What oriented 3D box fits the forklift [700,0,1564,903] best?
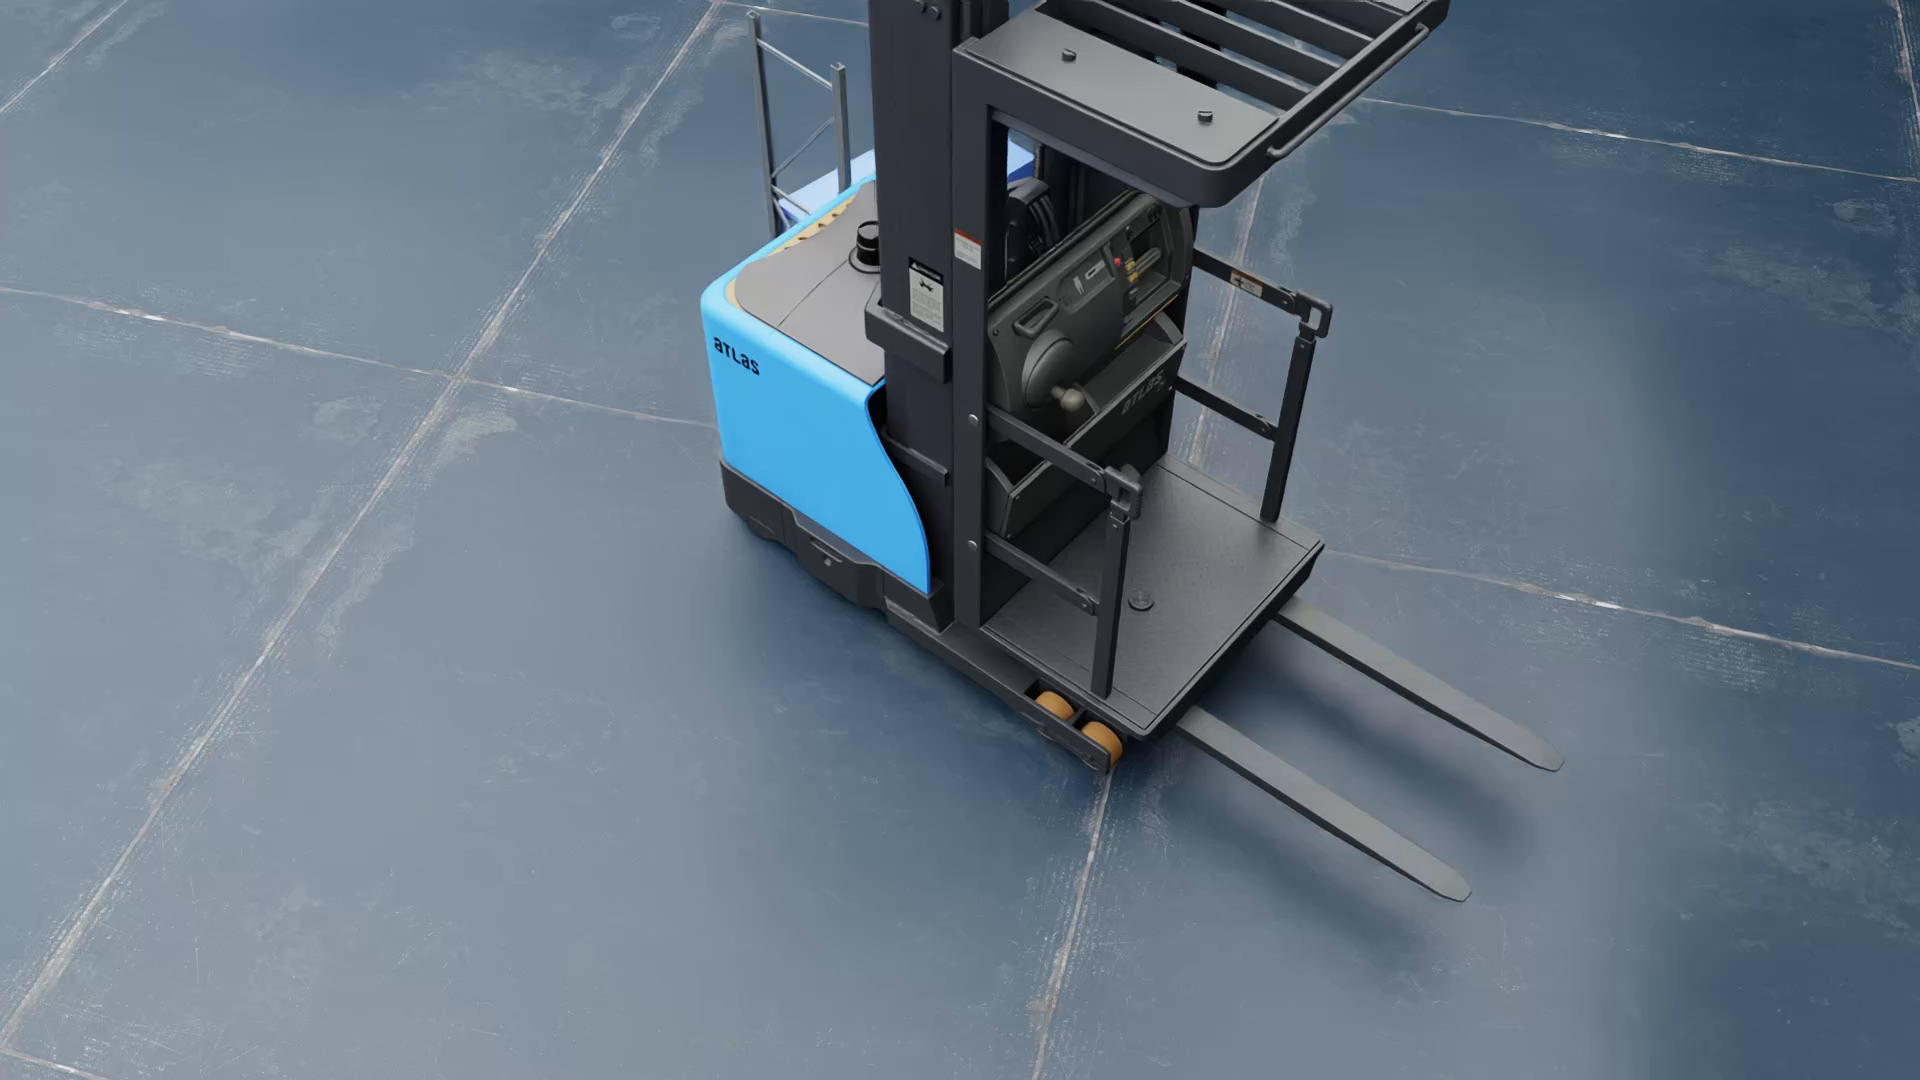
[{"bbox_3d":[0.565,-0.653,4.872,3.031,2.935,1.130,32,56,25],"label":"forklift"}]

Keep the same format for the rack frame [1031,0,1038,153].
[{"bbox_3d":[0.156,-1.775,6.816,0.032,1.500,0.500,-36,58,-27],"label":"rack frame"}]

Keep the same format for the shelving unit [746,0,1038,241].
[{"bbox_3d":[-0.210,-1.511,6.583,1.048,1.500,0.538,-36,58,-27],"label":"shelving unit"}]

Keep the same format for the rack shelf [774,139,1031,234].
[{"bbox_3d":[-0.210,-1.392,6.718,1.000,0.185,0.538,-36,58,-27],"label":"rack shelf"}]

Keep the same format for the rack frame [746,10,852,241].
[{"bbox_3d":[-0.576,-1.246,6.350,0.032,1.500,0.500,-36,58,-27],"label":"rack frame"}]
